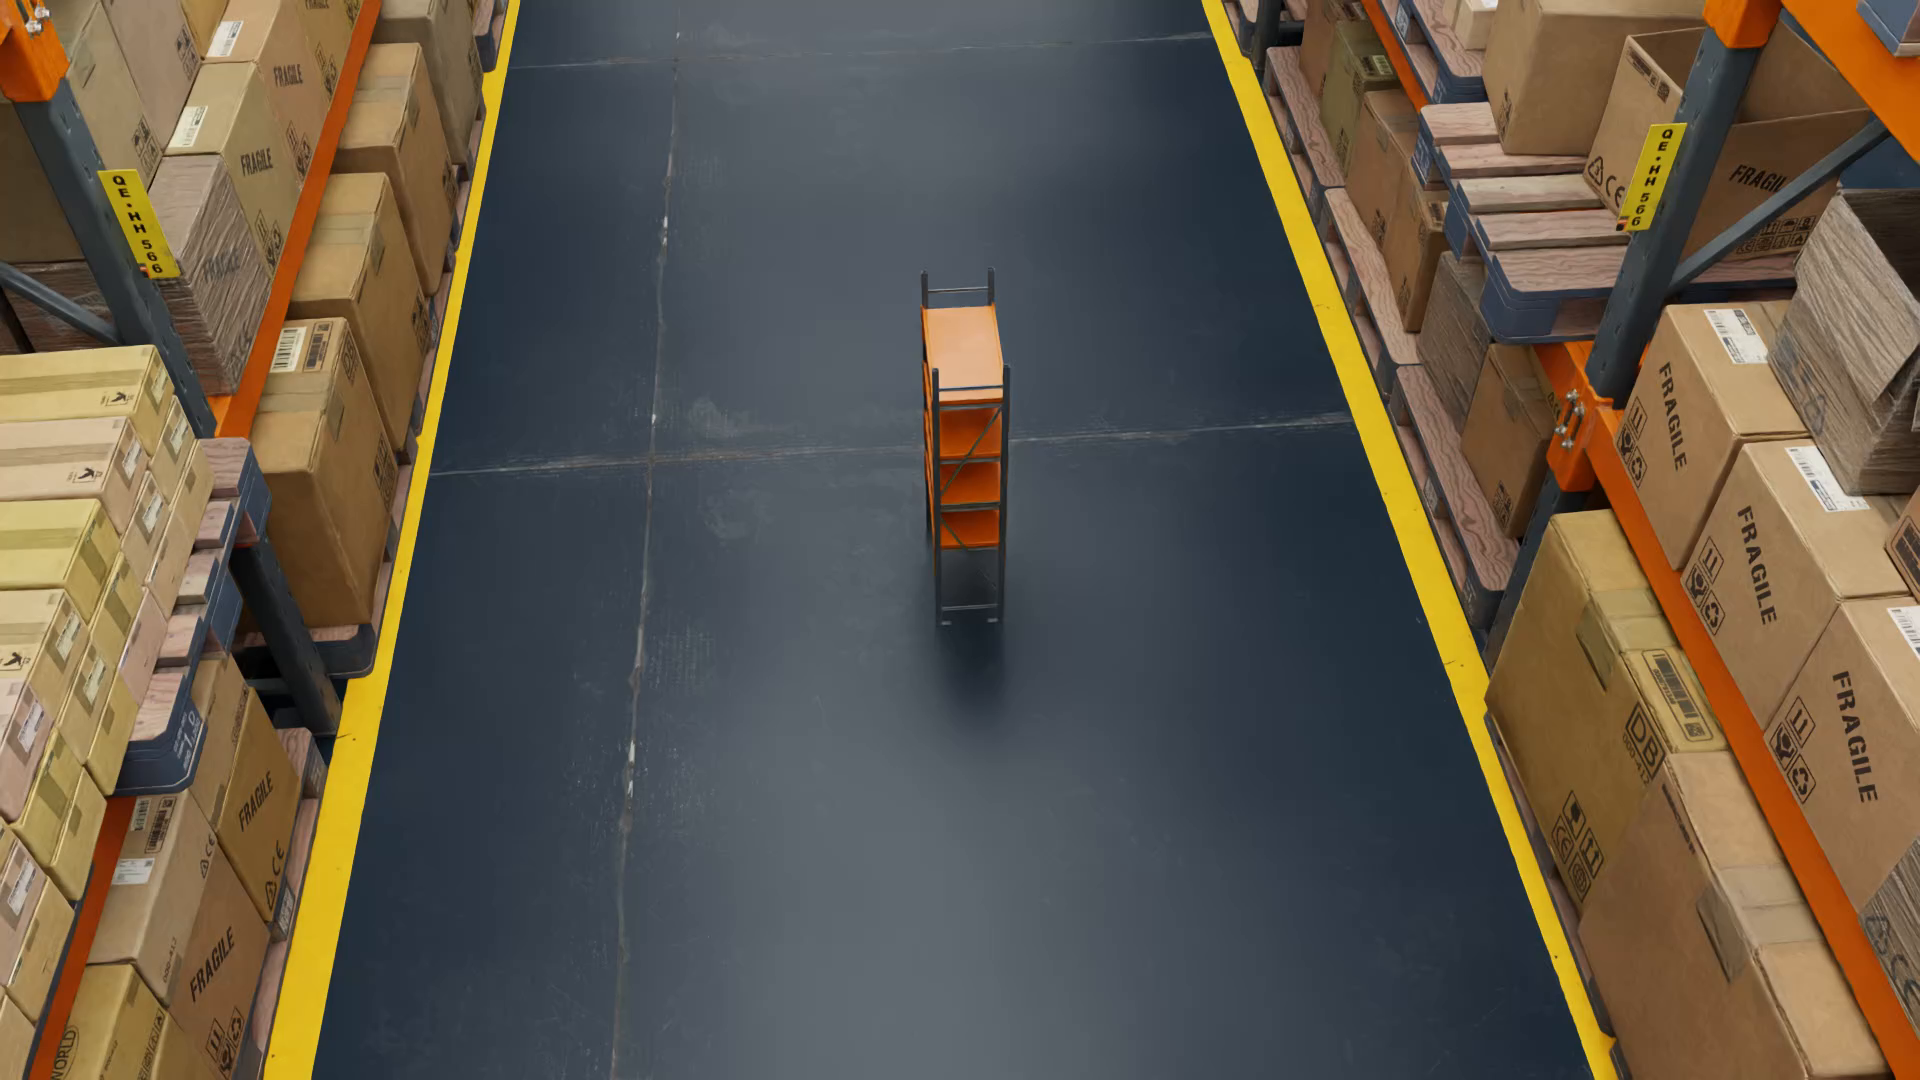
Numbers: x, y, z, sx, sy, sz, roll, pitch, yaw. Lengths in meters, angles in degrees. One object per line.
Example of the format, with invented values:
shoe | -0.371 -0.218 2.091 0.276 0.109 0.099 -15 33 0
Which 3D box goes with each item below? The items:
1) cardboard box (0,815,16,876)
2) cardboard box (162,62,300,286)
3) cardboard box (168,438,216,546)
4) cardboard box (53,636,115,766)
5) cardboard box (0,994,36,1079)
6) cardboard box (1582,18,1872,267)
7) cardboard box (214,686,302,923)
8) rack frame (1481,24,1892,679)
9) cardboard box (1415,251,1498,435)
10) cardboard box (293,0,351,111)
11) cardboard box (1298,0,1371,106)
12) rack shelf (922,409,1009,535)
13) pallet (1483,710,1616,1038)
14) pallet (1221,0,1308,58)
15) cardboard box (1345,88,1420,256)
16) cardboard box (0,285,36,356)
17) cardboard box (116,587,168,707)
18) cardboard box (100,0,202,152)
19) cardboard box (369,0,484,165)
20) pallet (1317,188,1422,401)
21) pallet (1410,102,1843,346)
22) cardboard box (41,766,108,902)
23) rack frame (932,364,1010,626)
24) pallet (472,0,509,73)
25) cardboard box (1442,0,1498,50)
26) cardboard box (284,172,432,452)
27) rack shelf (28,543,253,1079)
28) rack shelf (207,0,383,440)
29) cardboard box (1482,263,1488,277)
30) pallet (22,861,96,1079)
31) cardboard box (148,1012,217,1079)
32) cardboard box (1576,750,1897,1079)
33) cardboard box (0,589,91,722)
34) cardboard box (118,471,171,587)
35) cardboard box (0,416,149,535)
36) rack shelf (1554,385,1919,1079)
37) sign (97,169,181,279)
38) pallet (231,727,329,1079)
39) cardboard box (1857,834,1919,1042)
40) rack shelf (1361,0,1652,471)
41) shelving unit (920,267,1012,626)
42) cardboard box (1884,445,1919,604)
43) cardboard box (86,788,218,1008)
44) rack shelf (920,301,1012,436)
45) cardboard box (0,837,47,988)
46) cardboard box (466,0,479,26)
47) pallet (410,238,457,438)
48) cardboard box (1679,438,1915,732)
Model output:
cardboard box | -2.006 0.617 3.073 0.380 0.149 0.250 -1 47 -1
cardboard box | -2.424 -1.126 5.181 0.500 0.500 0.500 -4 47 -4
cardboard box | -2.110 -0.112 4.173 0.380 0.149 0.250 -3 47 -3
cardboard box | -2.046 0.351 3.530 0.380 0.149 0.250 -3 47 -3
cardboard box | -1.982 1.014 3.108 0.380 0.149 0.250 -5 47 -5
cardboard box | 2.256 -1.178 4.942 0.500 0.500 0.500 -9 47 -8
cardboard box | -2.294 0.793 4.866 0.500 0.500 0.500 -4 47 -3
rack frame | 2.341 -0.611 4.763 1.000 3.000 0.127 -3 47 -3
cardboard box | 2.206 -0.787 6.348 0.700 0.500 0.500 -7 47 -7
cardboard box | -2.505 -1.851 5.868 0.500 0.500 0.500 -4 47 -4
cardboard box | 2.036 -2.351 7.829 0.700 0.500 0.500 -7 47 -6
rack shelf | 0.014 -0.247 5.750 0.258 0.148 0.480 -3 47 -3
pallet | 2.332 0.923 5.230 1.003 0.211 1.213 -3 47 -3
pallet | 1.915 -3.030 8.974 1.003 0.211 1.213 -3 47 -3
cardboard box | 2.105 -1.600 7.118 0.700 0.500 0.500 -7 47 -7
cardboard box | -2.915 -0.726 4.803 0.500 0.500 0.500 -3 47 -3
cardboard box | -2.069 0.254 3.827 0.380 0.149 0.250 -3 47 -3
cardboard box | -2.681 -1.452 4.802 0.700 0.500 0.500 -4 47 -4
cardboard box | -2.803 -2.204 7.531 1.050 0.750 0.750 -4 47 -3
pallet | 2.178 -1.098 7.145 1.003 0.211 1.213 -3 47 -3
pallet | 2.175 -1.054 5.314 1.213 0.211 1.003 -3 47 -3
cardboard box | -2.028 0.629 3.472 0.380 0.149 0.250 -5 47 -5
rack frame | 0.034 -0.116 5.534 0.240 1.200 0.015 -3 47 -3
pallet | -2.930 -2.873 8.825 1.003 0.211 1.213 -3 47 -3
cardboard box | 1.933 -1.899 5.786 0.396 0.266 0.258 -5 47 -4
cardboard box | -2.648 -0.832 6.232 1.050 0.750 0.750 -3 47 -3
rack shelf | -2.442 1.312 3.437 1.077 0.370 4.000 -3 47 -3
rack shelf | -2.777 -1.582 6.178 1.077 0.370 4.000 -3 47 -3
cardboard box | 2.201 -1.027 6.058 0.500 0.250 0.500 1 47 1
pallet | -2.403 1.113 3.262 1.003 0.211 1.213 -3 47 -3
cardboard box | -2.194 1.550 4.148 0.500 0.500 0.500 -5 47 -5
cardboard box | 2.445 1.121 4.296 1.225 0.875 0.875 -3 47 -3
cardboard box | -2.045 0.246 3.425 0.380 0.149 0.250 -2 47 -2
cardboard box | -2.091 -0.020 3.882 0.380 0.149 0.250 -2 47 -2
cardboard box | -2.093 -0.136 3.787 0.380 0.149 0.250 -4 47 -4
rack shelf | 2.509 1.084 3.653 1.077 0.370 4.000 -3 47 -3
sign | -2.070 -0.793 4.192 0.100 0.325 0.005 -3 47 -3
pallet | -2.546 1.142 5.023 1.003 0.211 1.213 -3 47 -3
cardboard box | 2.243 0.828 3.331 0.500 0.500 0.500 -3 47 -3
rack shelf | 2.174 -1.810 6.394 1.077 0.370 4.000 -3 47 -3
shelving unit | 0.014 -0.293 5.701 0.258 1.200 0.503 -3 47 -3
cardboard box | 2.438 0.011 3.413 0.797 0.503 0.637 -3 47 -2
cardboard box | -2.238 0.918 4.230 0.500 0.250 0.500 -3 47 -3
rack shelf | 0.014 -0.563 5.416 0.258 0.148 0.480 -3 47 -3
cardboard box | -2.004 0.720 3.181 0.380 0.149 0.250 -2 47 -2
cardboard box | -2.928 -3.150 8.341 0.875 0.875 0.875 -3 47 -3
pallet | -2.700 -0.879 6.937 1.003 0.211 1.213 -3 47 -3
cardboard box | 2.156 0.096 4.024 0.500 0.500 0.500 -5 47 -4
